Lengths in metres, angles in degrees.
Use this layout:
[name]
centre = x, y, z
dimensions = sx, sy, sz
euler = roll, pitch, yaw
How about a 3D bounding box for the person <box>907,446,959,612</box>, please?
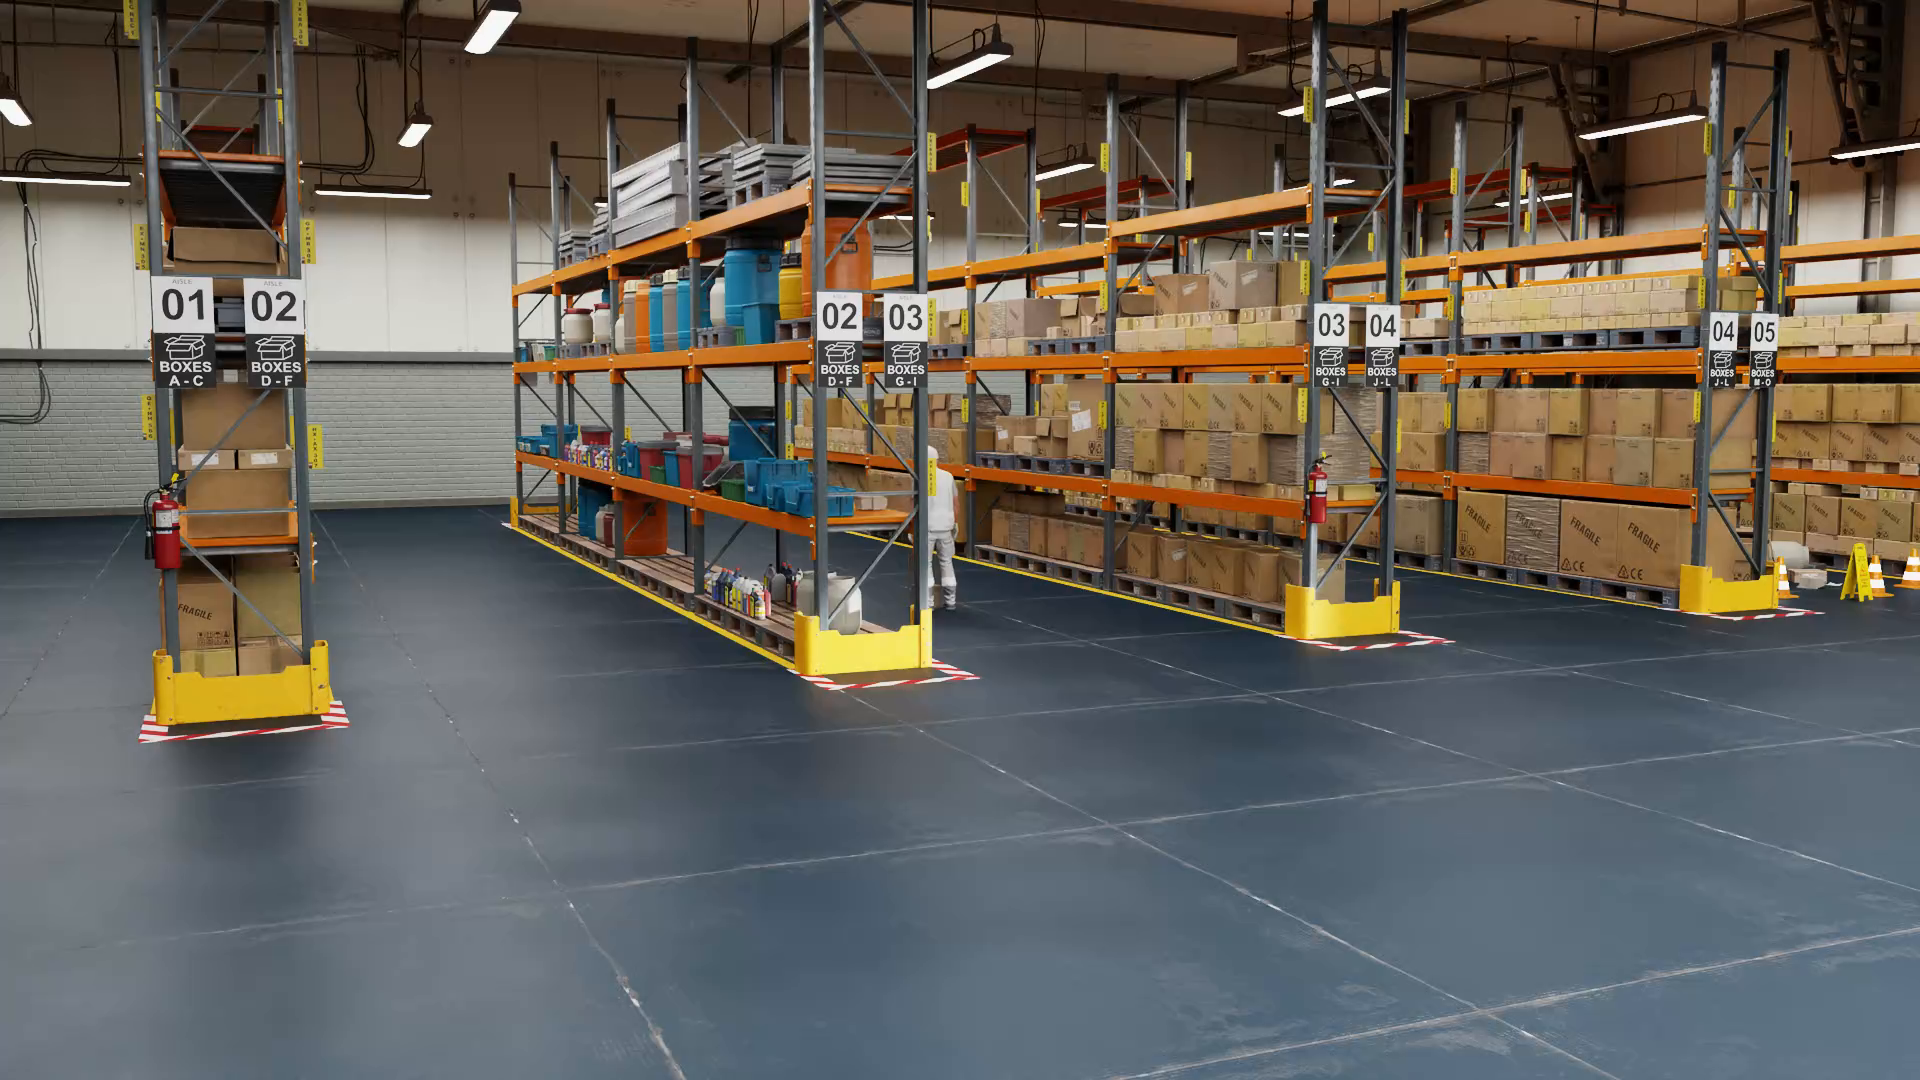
[person]
centre = -0.291, -0.124, 17.954
dimensions = 0.616, 1.778, 0.453
euler = -3, 6, -27
